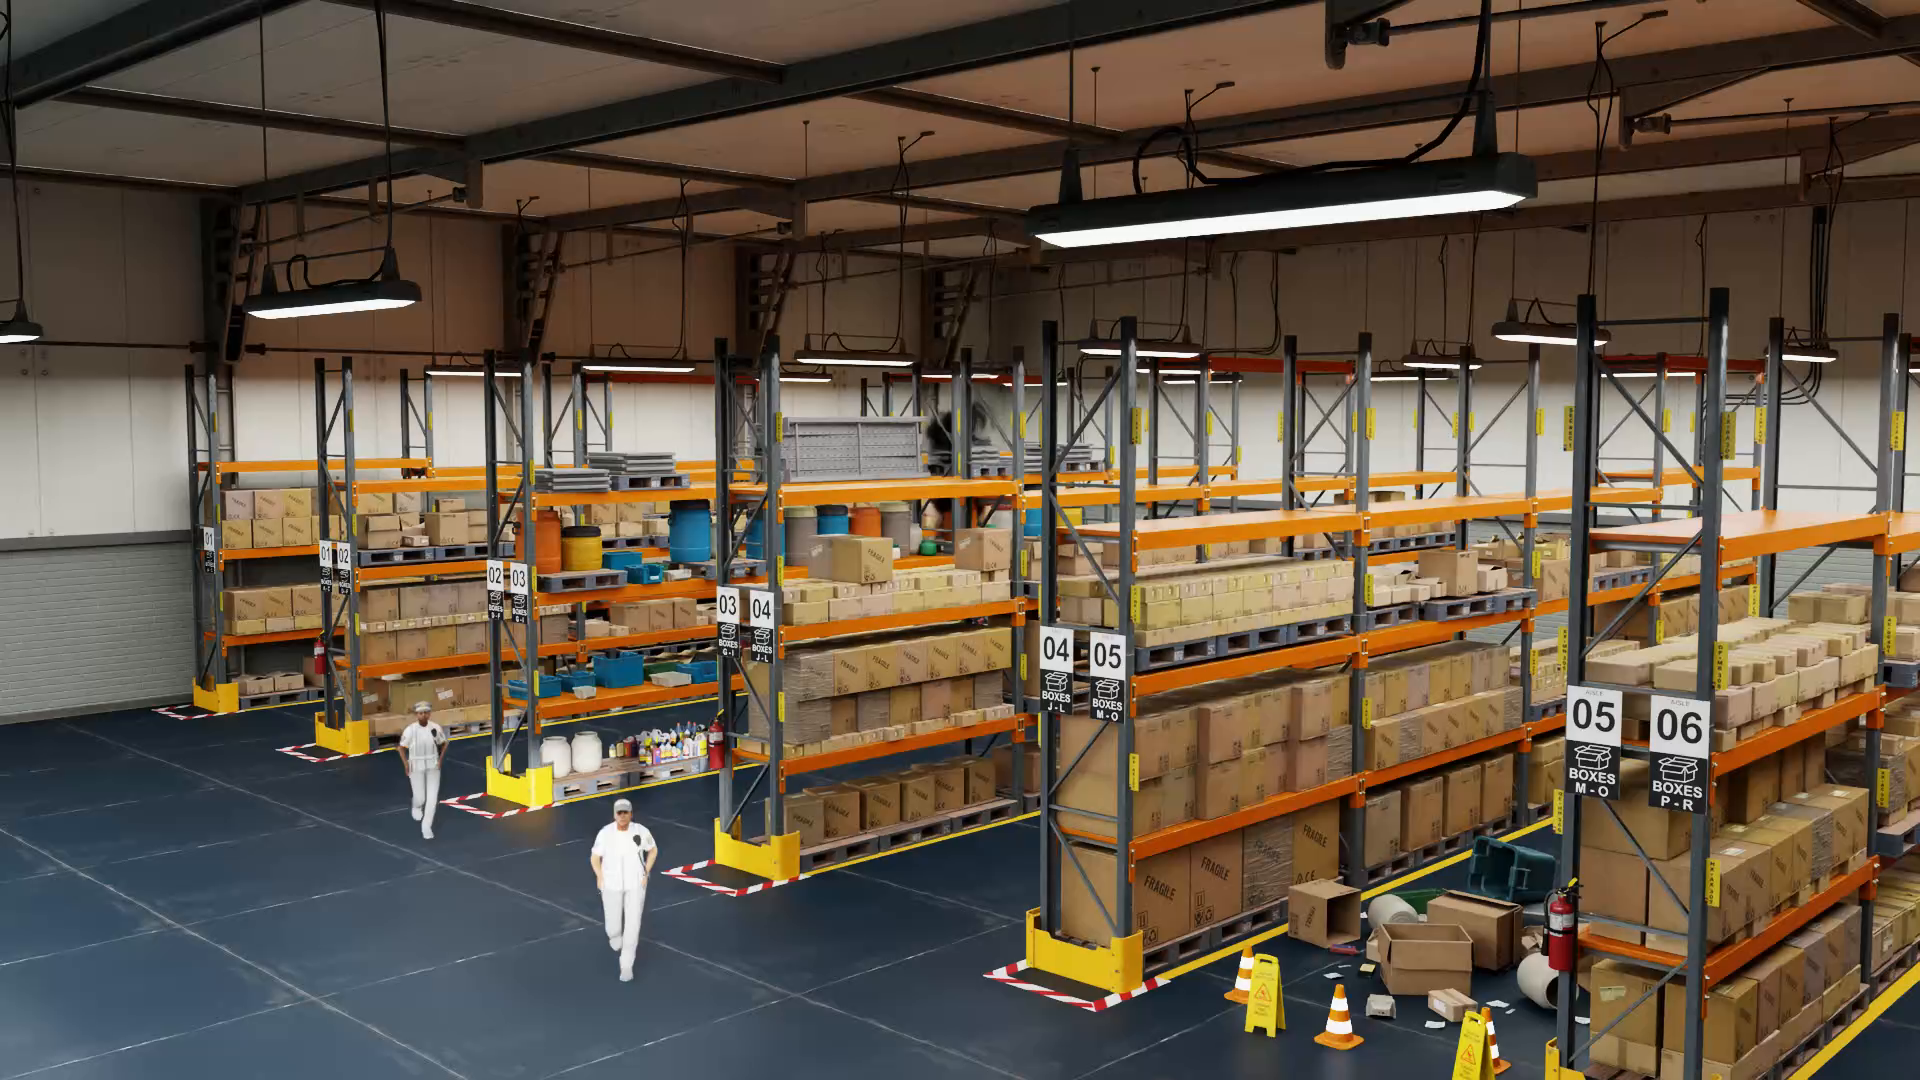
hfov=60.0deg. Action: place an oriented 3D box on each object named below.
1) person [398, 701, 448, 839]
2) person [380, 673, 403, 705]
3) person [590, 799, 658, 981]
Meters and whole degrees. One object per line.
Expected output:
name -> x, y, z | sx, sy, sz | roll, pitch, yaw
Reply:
person -> -6.576, 2.788, 20.401 | 0.584, 1.668, 0.575 | -2, 5, -26
person -> -9.490, 2.171, 27.652 | 0.717, 1.746, 0.654 | 3, 6, 38
person -> -3.102, 3.195, 15.389 | 0.615, 1.650, 0.645 | -1, 4, -11
